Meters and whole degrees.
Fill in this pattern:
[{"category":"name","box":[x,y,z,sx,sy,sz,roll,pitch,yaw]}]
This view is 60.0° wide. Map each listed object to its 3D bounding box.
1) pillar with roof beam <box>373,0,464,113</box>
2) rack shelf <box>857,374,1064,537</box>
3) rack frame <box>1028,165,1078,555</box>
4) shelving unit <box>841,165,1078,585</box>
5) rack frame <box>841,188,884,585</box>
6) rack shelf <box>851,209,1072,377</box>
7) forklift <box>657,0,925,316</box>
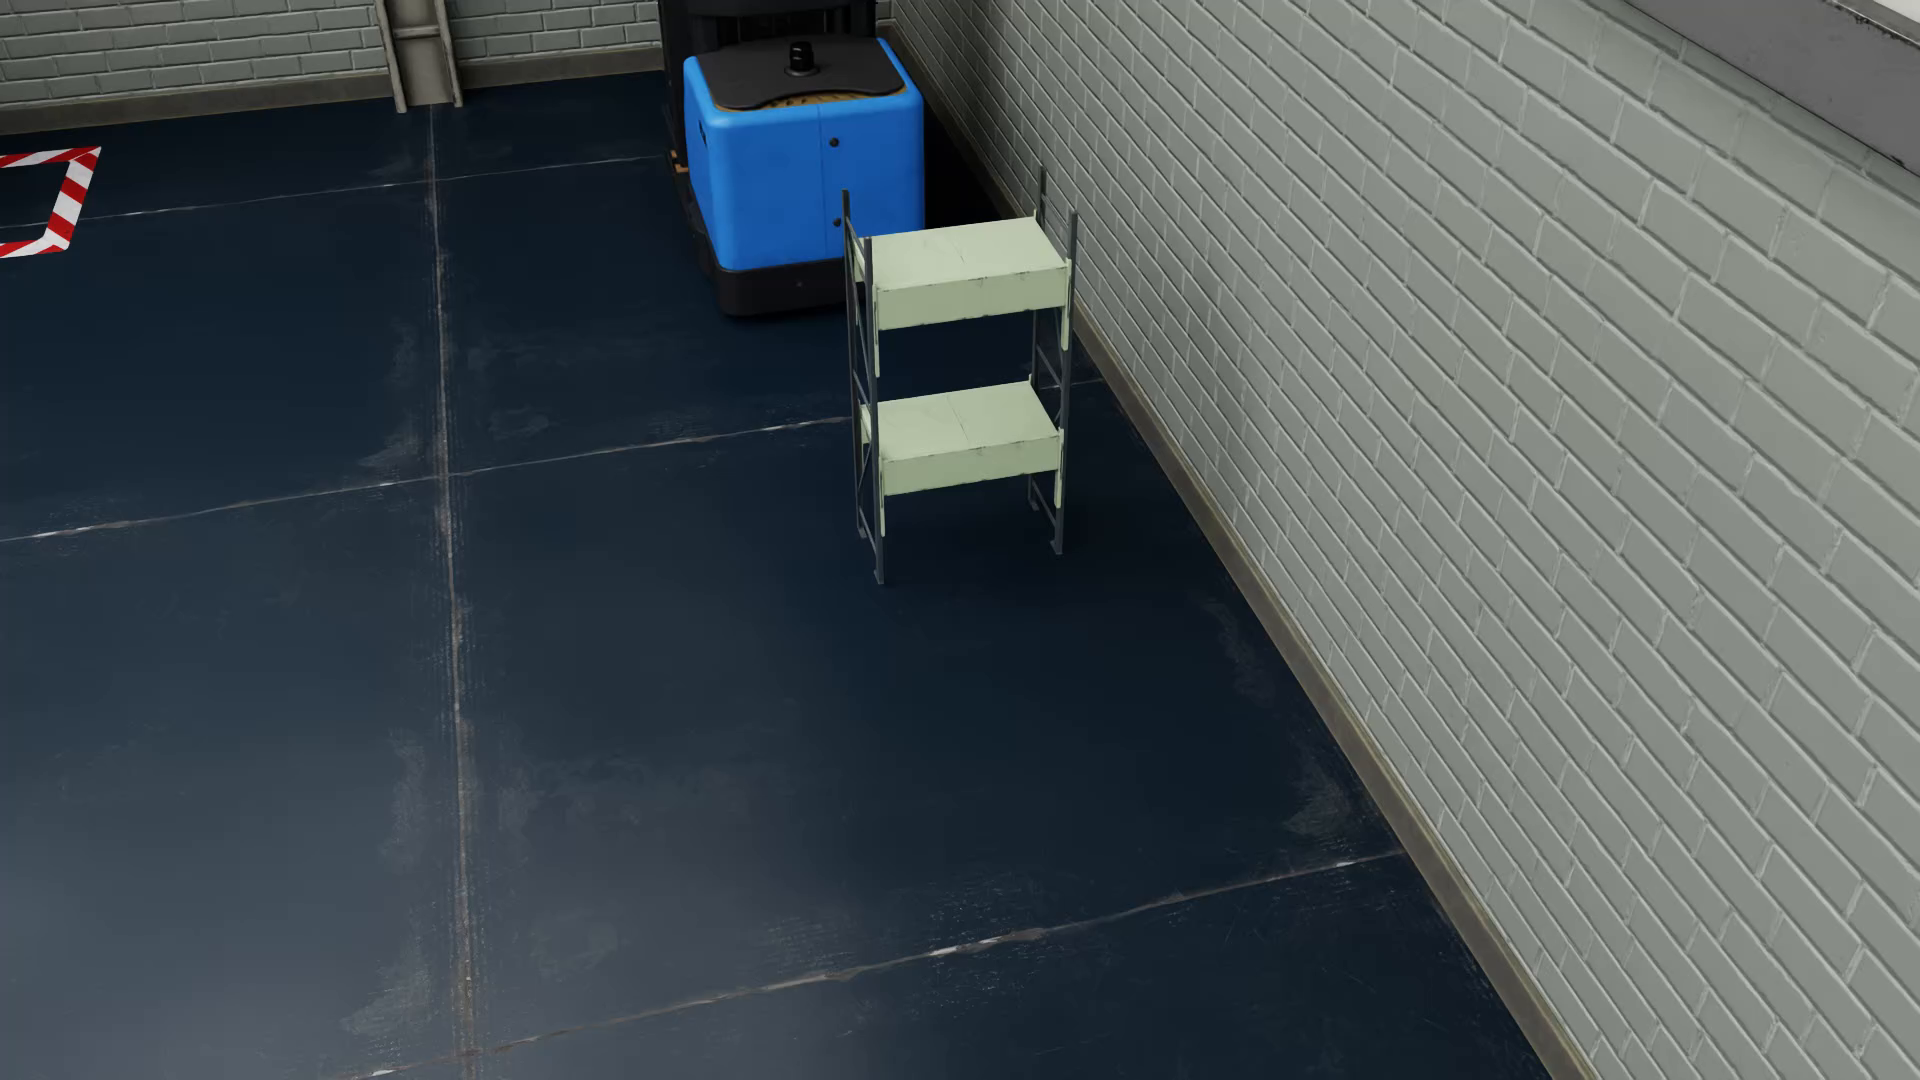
[{"category":"pillar with roof beam","box":[-2.163,-3.780,4.285,0.400,9.000,9.100,-9,38,-12]},{"category":"rack shelf","box":[-0.006,-0.336,6.491,0.720,0.370,0.431,-9,38,-12]},{"category":"rack frame","box":[0.347,-0.653,6.369,0.023,1.500,0.400,-9,38,-12]},{"category":"shelving unit","box":[-0.006,-0.595,6.293,0.755,1.500,0.431,-9,38,-12]},{"category":"rack frame","box":[-0.360,-0.537,6.217,0.023,1.500,0.400,-9,38,-12]},{"category":"rack shelf","box":[-0.006,-0.905,6.056,0.720,0.370,0.431,-9,38,-12]},{"category":"forklift","box":[-1.039,-3.148,8.453,1.130,2.935,3.031,-10,38,-12]}]
